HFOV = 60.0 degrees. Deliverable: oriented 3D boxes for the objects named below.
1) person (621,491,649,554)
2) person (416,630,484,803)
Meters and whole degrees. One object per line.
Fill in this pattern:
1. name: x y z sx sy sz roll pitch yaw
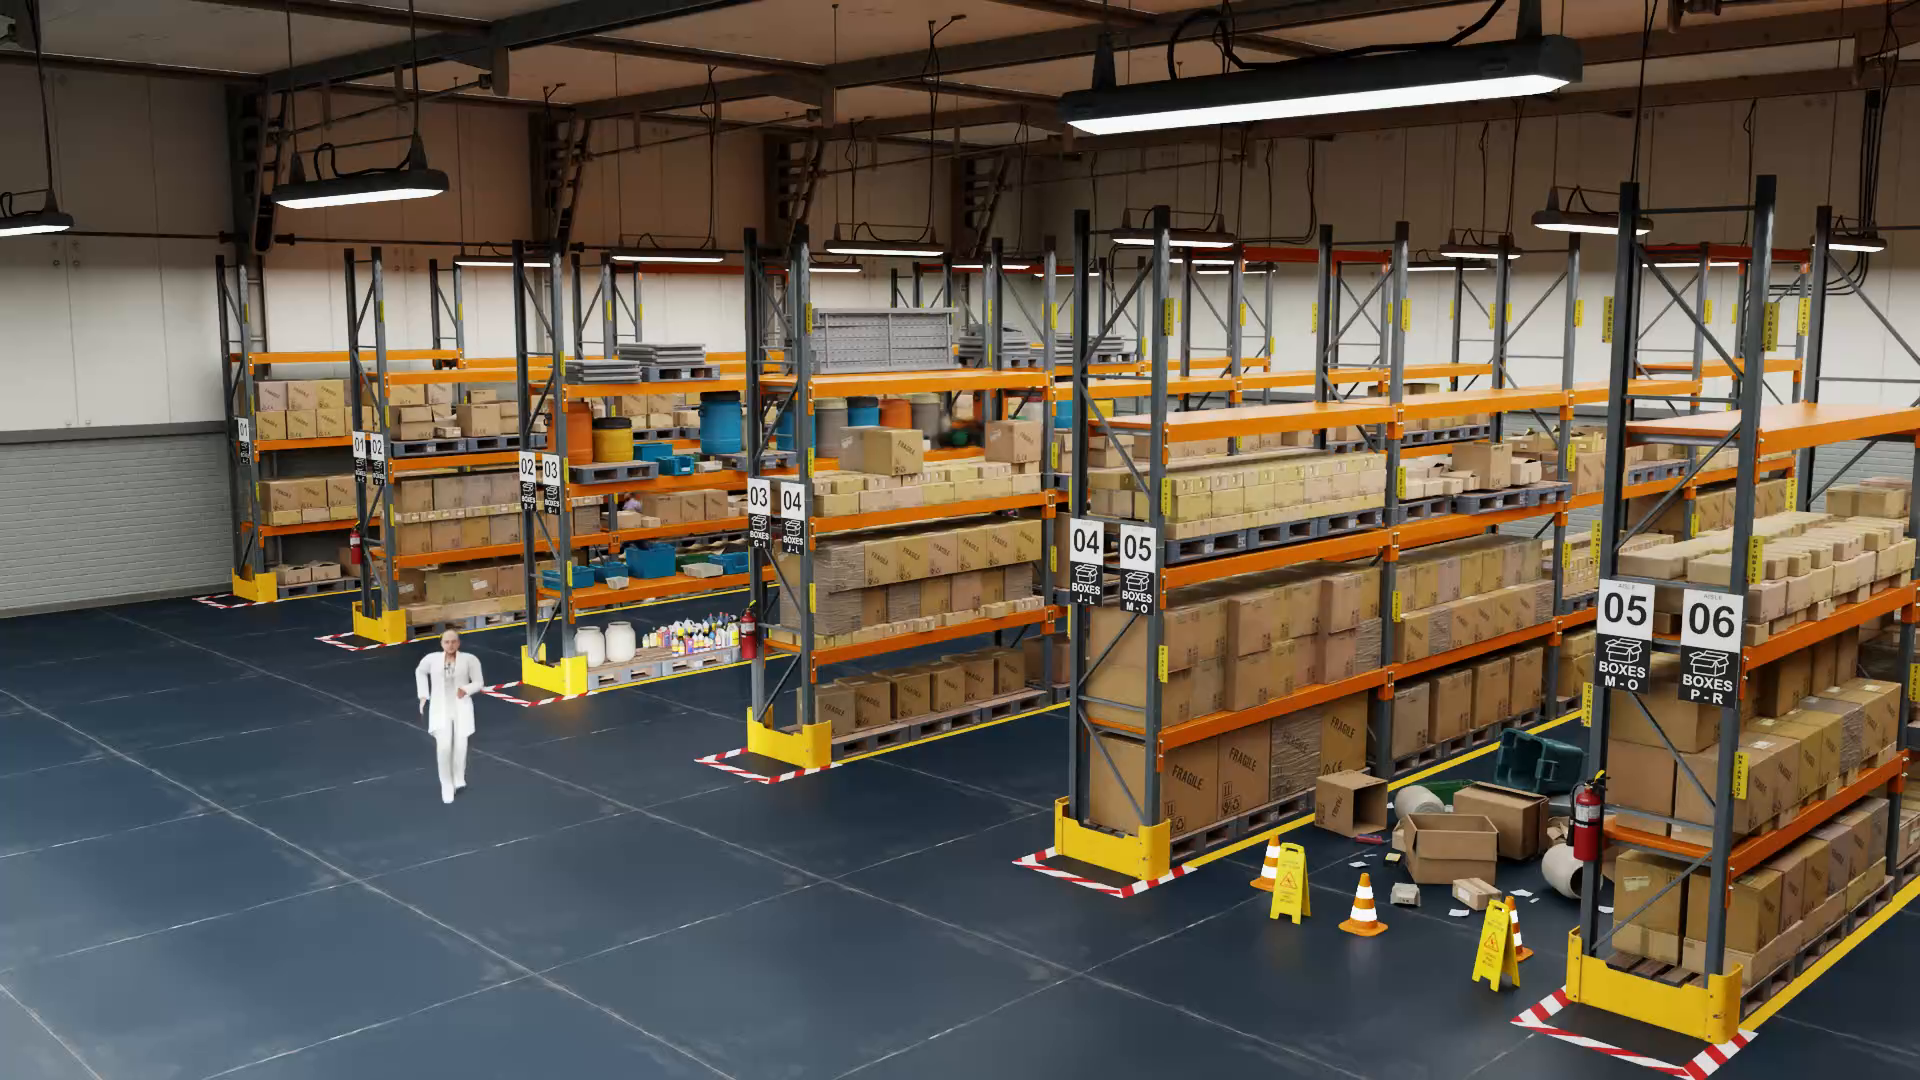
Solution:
1. person: -6.212 -0.169 31.974 0.601 1.686 0.815 7 11 42
2. person: -5.322 1.837 17.423 0.666 1.819 0.883 -3 9 -20
